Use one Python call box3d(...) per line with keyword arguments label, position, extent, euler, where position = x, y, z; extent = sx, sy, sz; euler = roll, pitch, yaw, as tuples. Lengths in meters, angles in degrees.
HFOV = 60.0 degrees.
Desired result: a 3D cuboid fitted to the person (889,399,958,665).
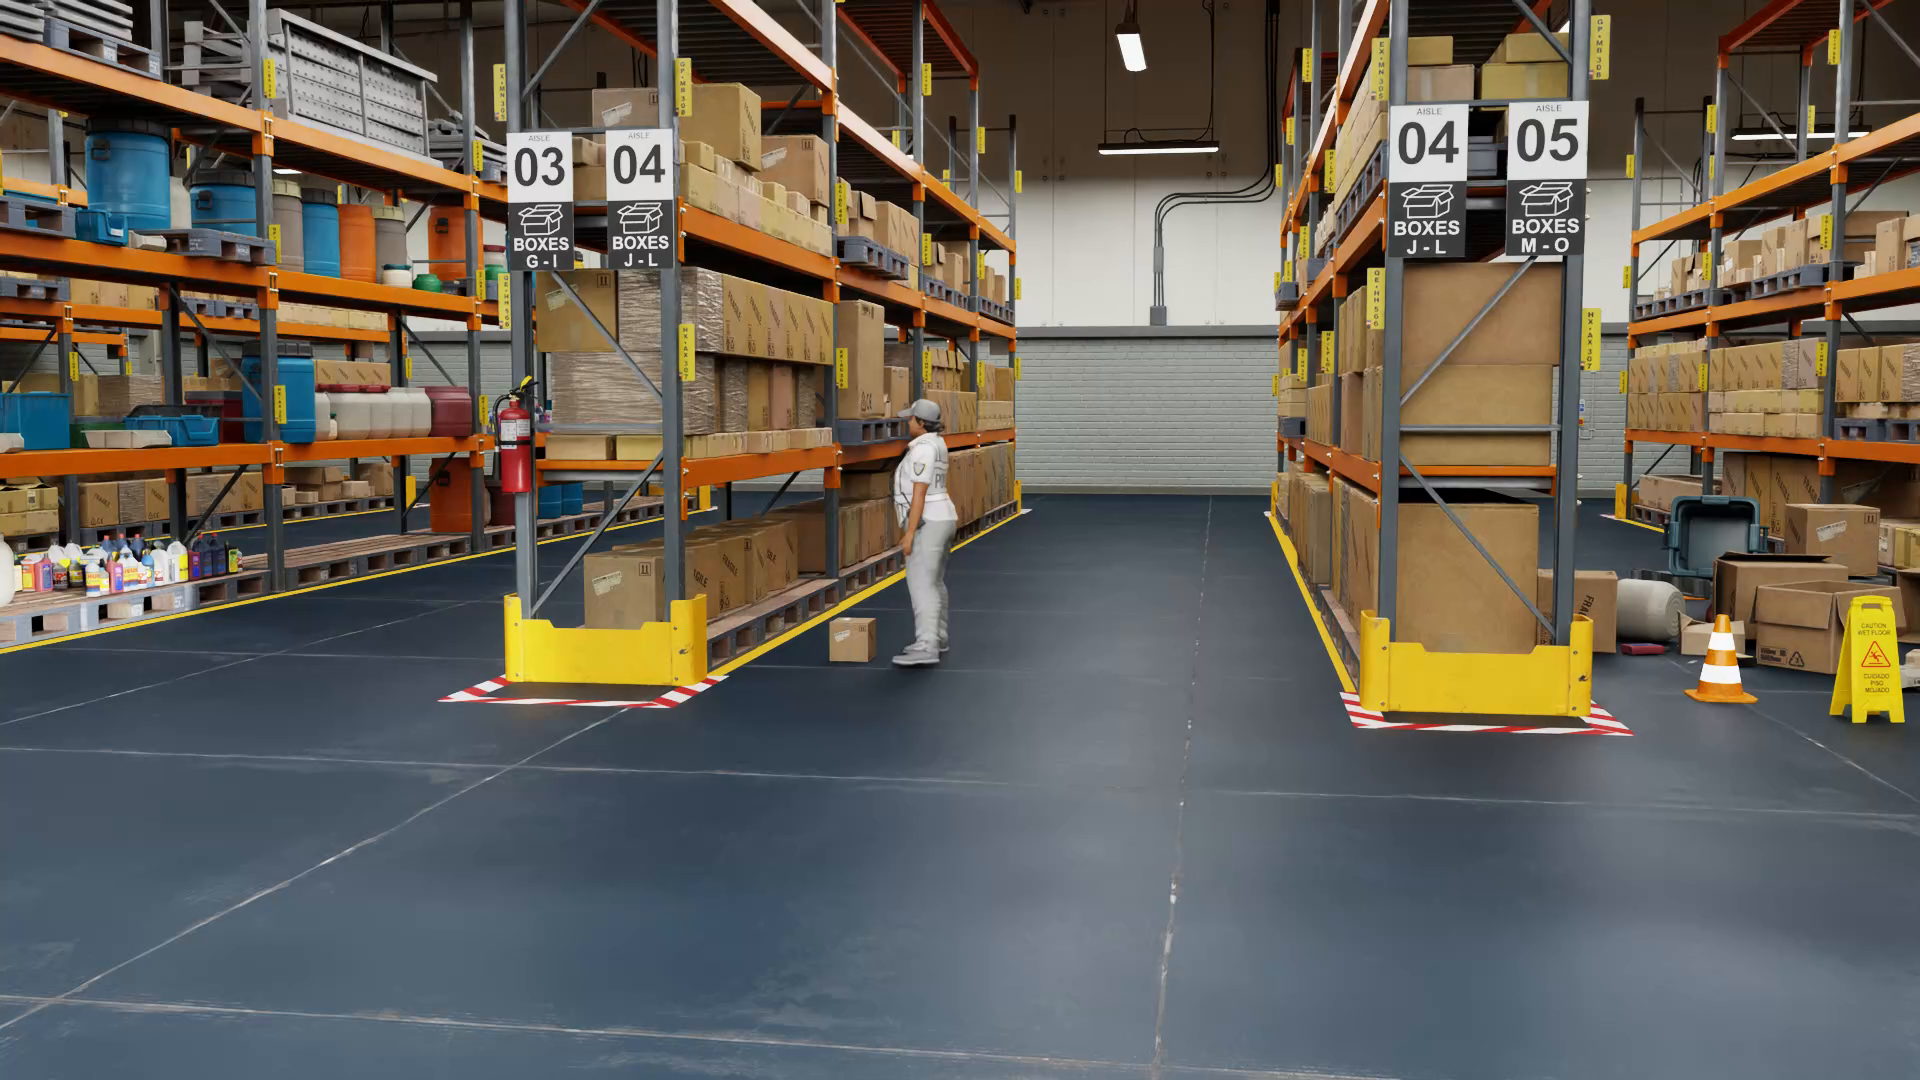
box3d(label="person", position=(-0.223, -0.058, 10.566), extent=(0.404, 1.670, 0.646), euler=(1, 5, 11))
